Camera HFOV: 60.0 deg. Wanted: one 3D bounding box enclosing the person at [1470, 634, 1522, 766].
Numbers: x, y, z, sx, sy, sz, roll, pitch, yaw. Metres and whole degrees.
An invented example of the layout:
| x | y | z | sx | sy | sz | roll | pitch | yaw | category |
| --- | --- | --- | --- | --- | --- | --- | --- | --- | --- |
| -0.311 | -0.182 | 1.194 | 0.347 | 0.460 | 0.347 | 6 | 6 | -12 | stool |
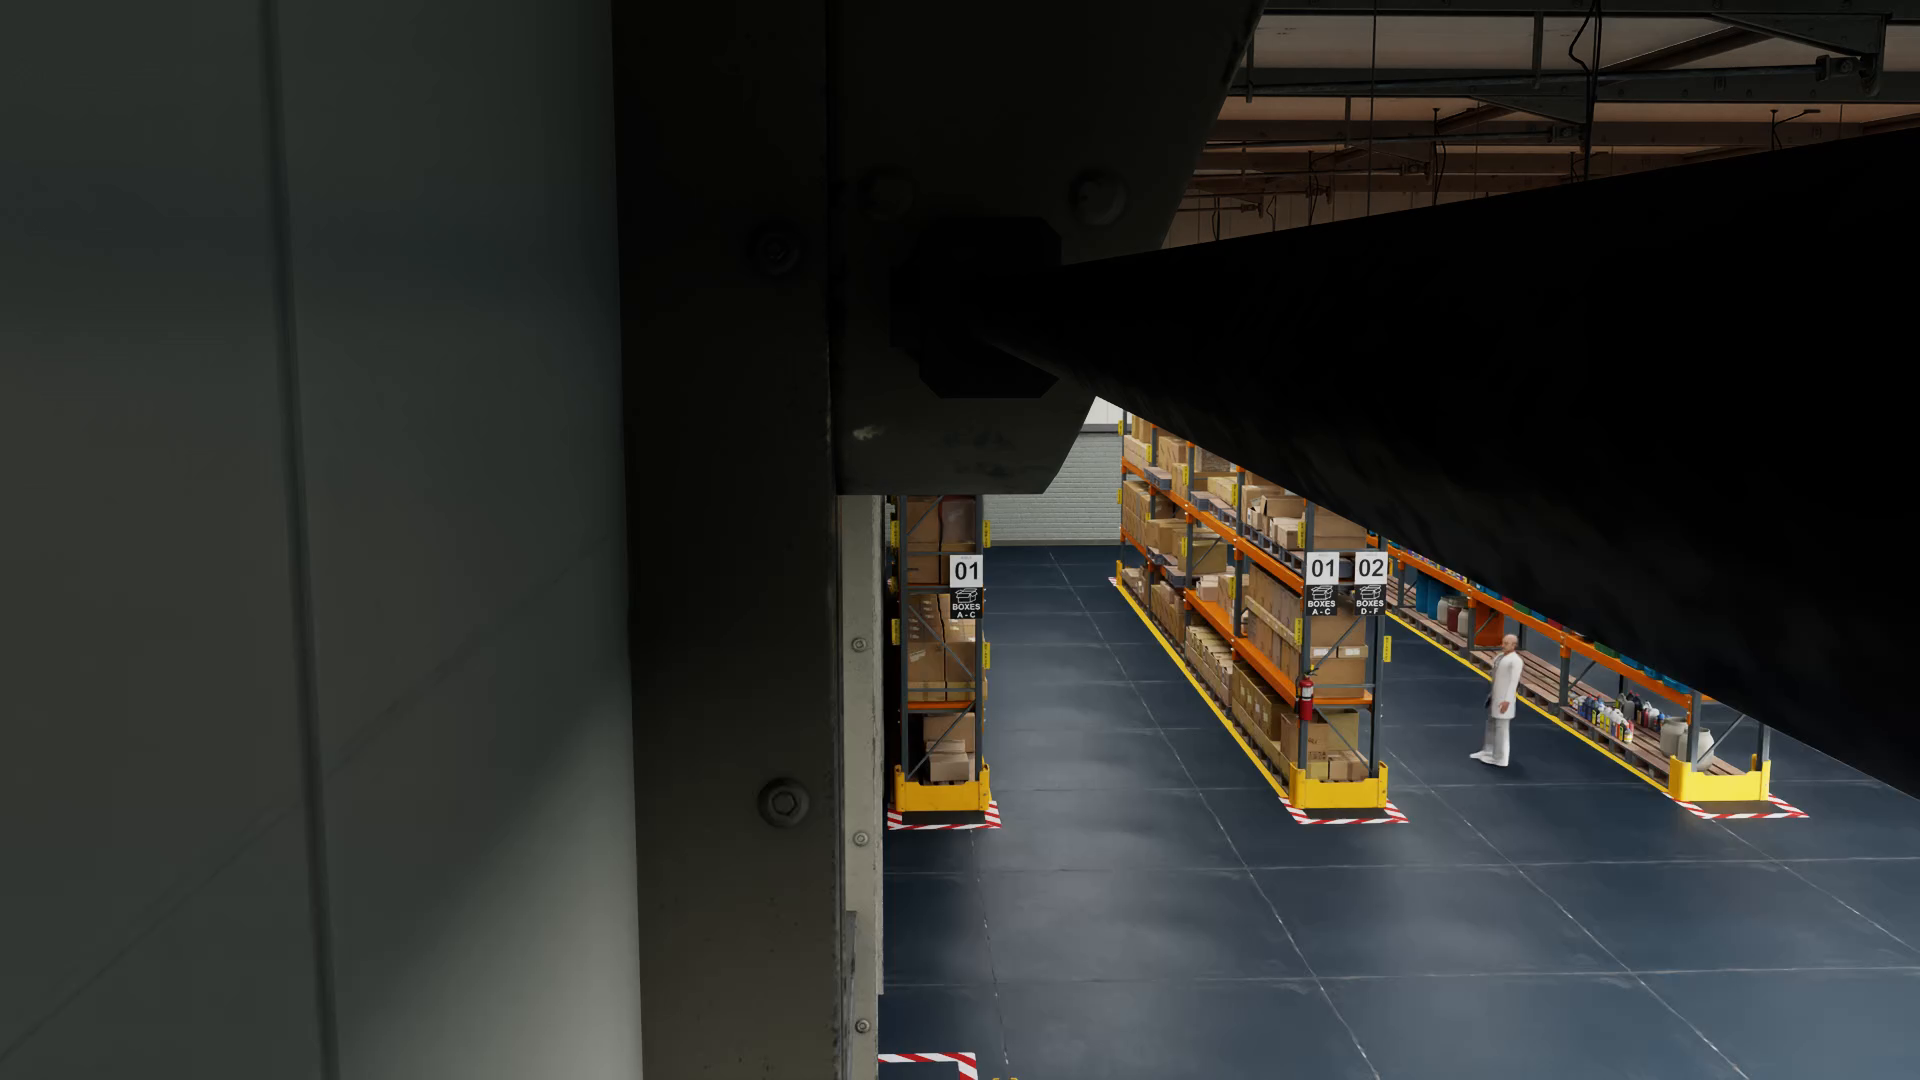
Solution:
| x | y | z | sx | sy | sz | roll | pitch | yaw | category |
| --- | --- | --- | --- | --- | --- | --- | --- | --- | --- |
| 7.254 | 2.155 | 22.462 | 0.551 | 1.786 | 0.597 | 1 | 8 | 5 | person |

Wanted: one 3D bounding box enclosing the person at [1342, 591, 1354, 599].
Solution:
| x | y | z | sx | sy | sz | roll | pitch | yaw | category |
| --- | --- | --- | --- | --- | --- | --- | --- | --- | --- |
| 6.740 | 1.155 | 29.546 | 0.523 | 1.682 | 1.018 | -1 | 8 | -4 | person |
